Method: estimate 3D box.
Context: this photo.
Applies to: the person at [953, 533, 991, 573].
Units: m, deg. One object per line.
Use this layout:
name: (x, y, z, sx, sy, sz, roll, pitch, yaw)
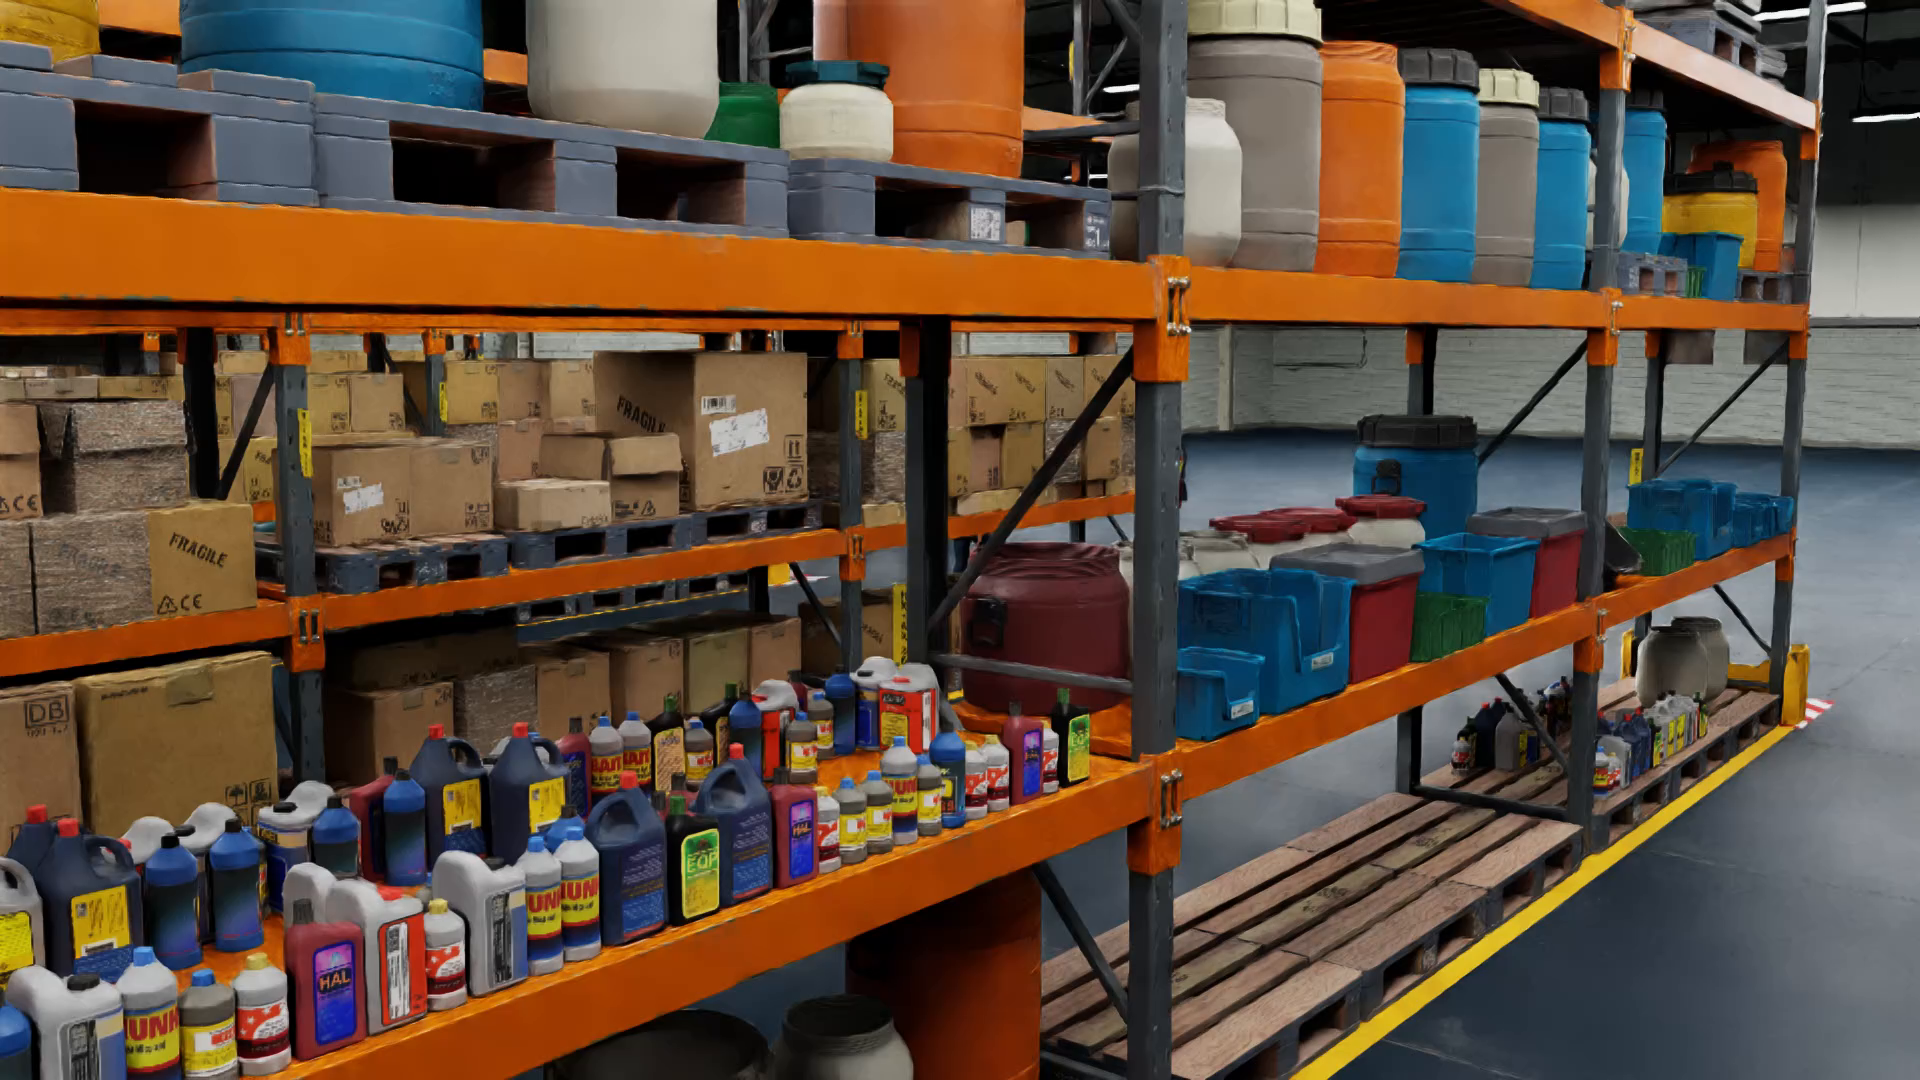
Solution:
person: (0.132, -0.089, 15.577, 0.429, 1.561, 0.737, 5, 8, 35)
